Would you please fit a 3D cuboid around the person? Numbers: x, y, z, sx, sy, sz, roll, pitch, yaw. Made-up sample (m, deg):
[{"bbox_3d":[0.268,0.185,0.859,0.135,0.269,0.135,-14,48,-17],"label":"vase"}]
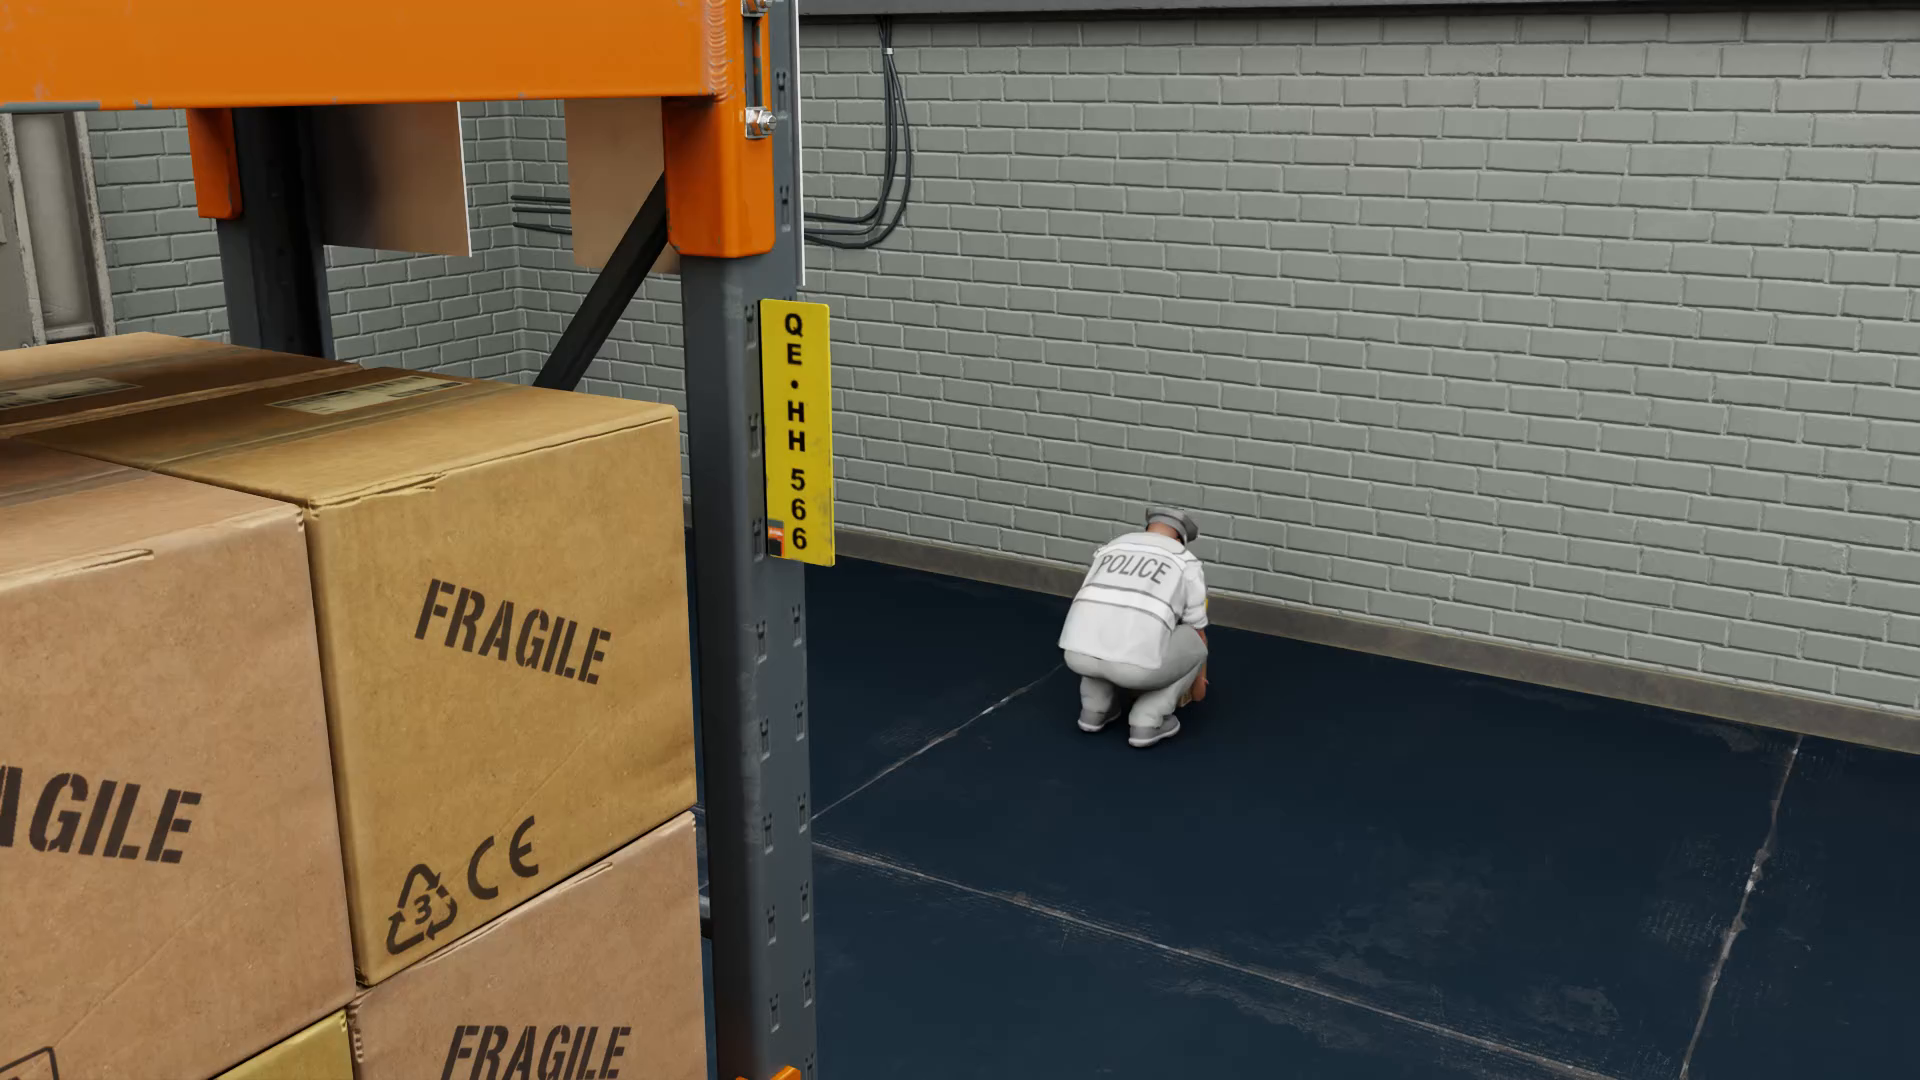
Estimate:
[{"bbox_3d":[0.760,0.376,6.968,0.549,0.899,0.974,10,19,30],"label":"person"}]
